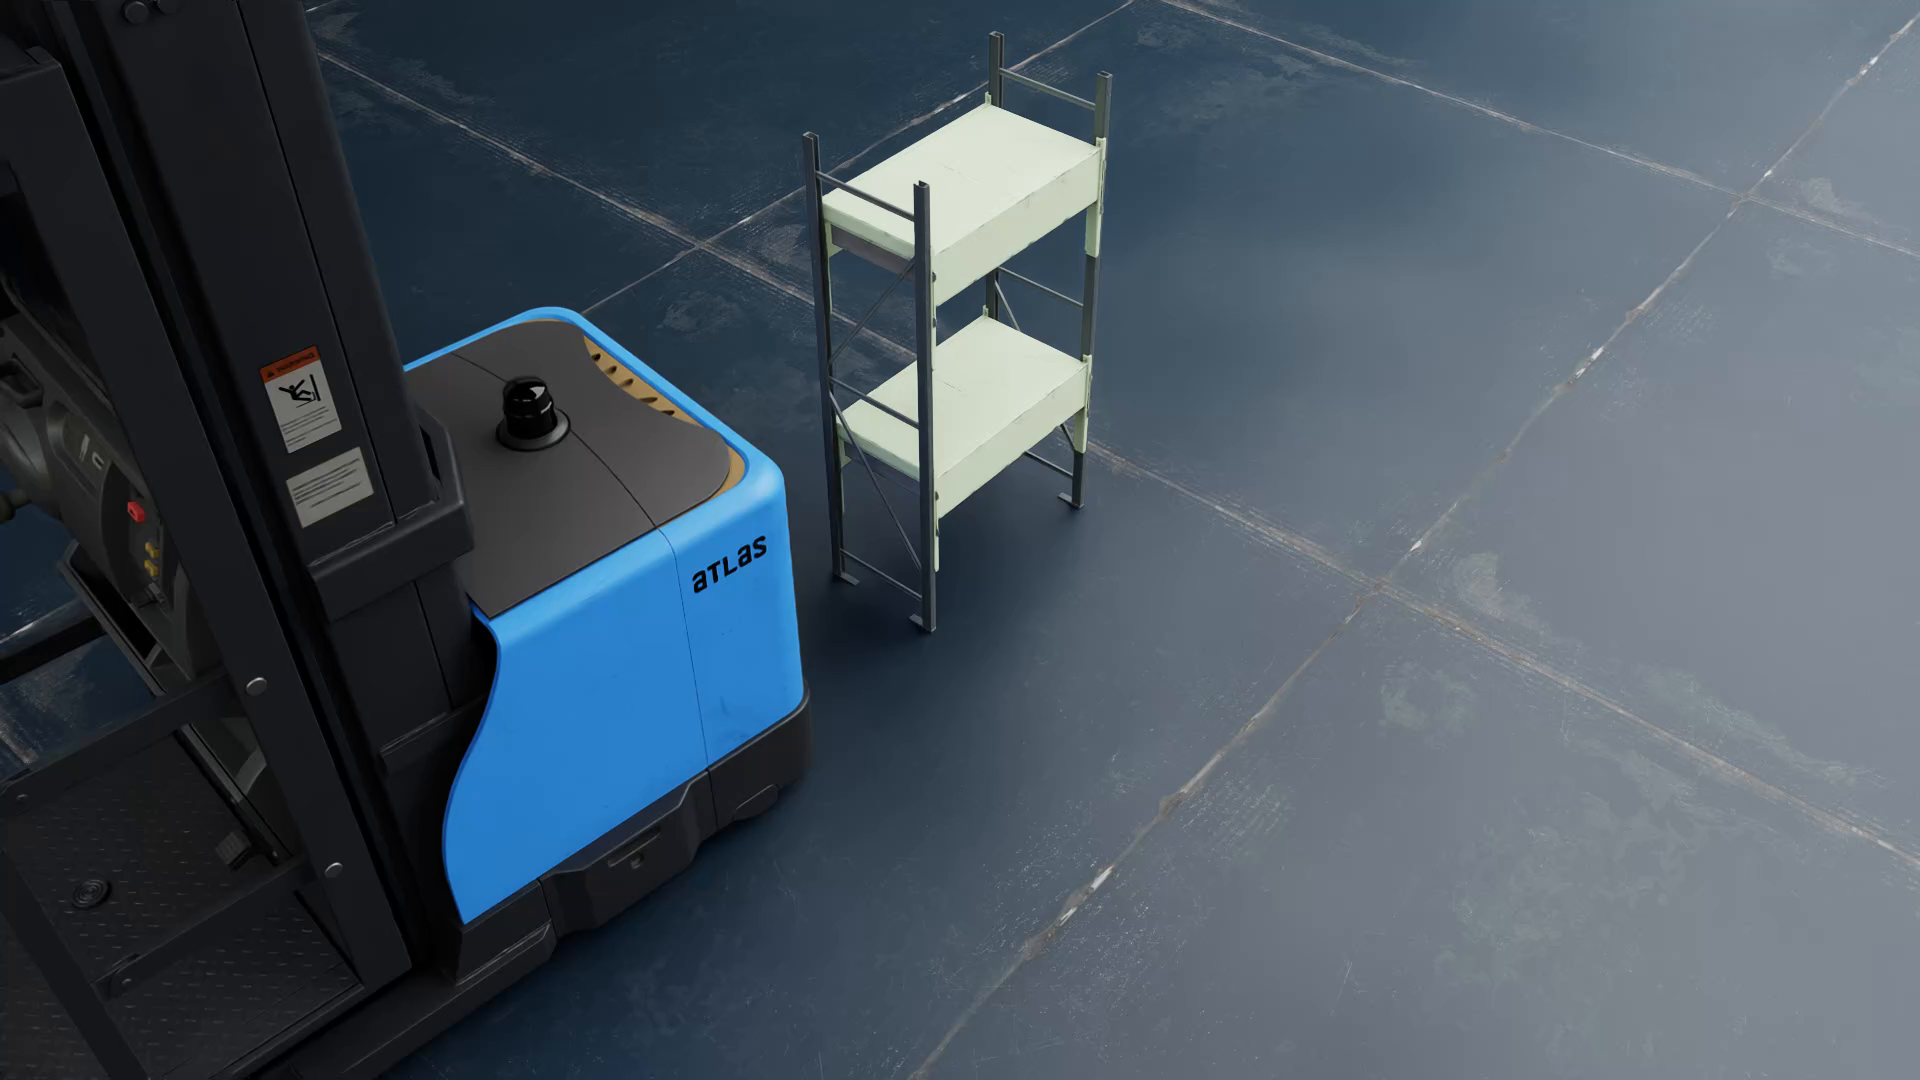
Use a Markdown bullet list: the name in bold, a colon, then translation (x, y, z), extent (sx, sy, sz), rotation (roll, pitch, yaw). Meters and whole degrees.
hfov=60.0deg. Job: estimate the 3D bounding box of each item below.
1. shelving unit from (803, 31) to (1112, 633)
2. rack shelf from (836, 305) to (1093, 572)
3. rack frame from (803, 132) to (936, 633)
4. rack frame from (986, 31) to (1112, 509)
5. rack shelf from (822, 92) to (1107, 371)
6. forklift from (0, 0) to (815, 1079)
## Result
- **shelving unit**: translation (0.004, -0.558, 4.749), extent (0.431, 1.500, 0.755), rotation (29, 50, 28)
- **rack shelf**: translation (0.004, -0.317, 4.969), extent (0.431, 0.370, 0.720), rotation (29, 50, 28)
- **rack frame**: translation (-0.231, -0.370, 4.542), extent (0.400, 1.500, 0.023), rotation (29, 50, 28)
- **rack frame**: translation (0.240, -0.747, 4.957), extent (0.400, 1.500, 0.023), rotation (29, 50, 28)
- **rack shelf**: translation (0.004, -0.847, 4.487), extent (0.431, 0.370, 0.720), rotation (29, 50, 28)
- **forklift**: translation (-1.817, -0.015, 3.088), extent (3.031, 2.935, 1.130), rotation (-32, 51, -30)
